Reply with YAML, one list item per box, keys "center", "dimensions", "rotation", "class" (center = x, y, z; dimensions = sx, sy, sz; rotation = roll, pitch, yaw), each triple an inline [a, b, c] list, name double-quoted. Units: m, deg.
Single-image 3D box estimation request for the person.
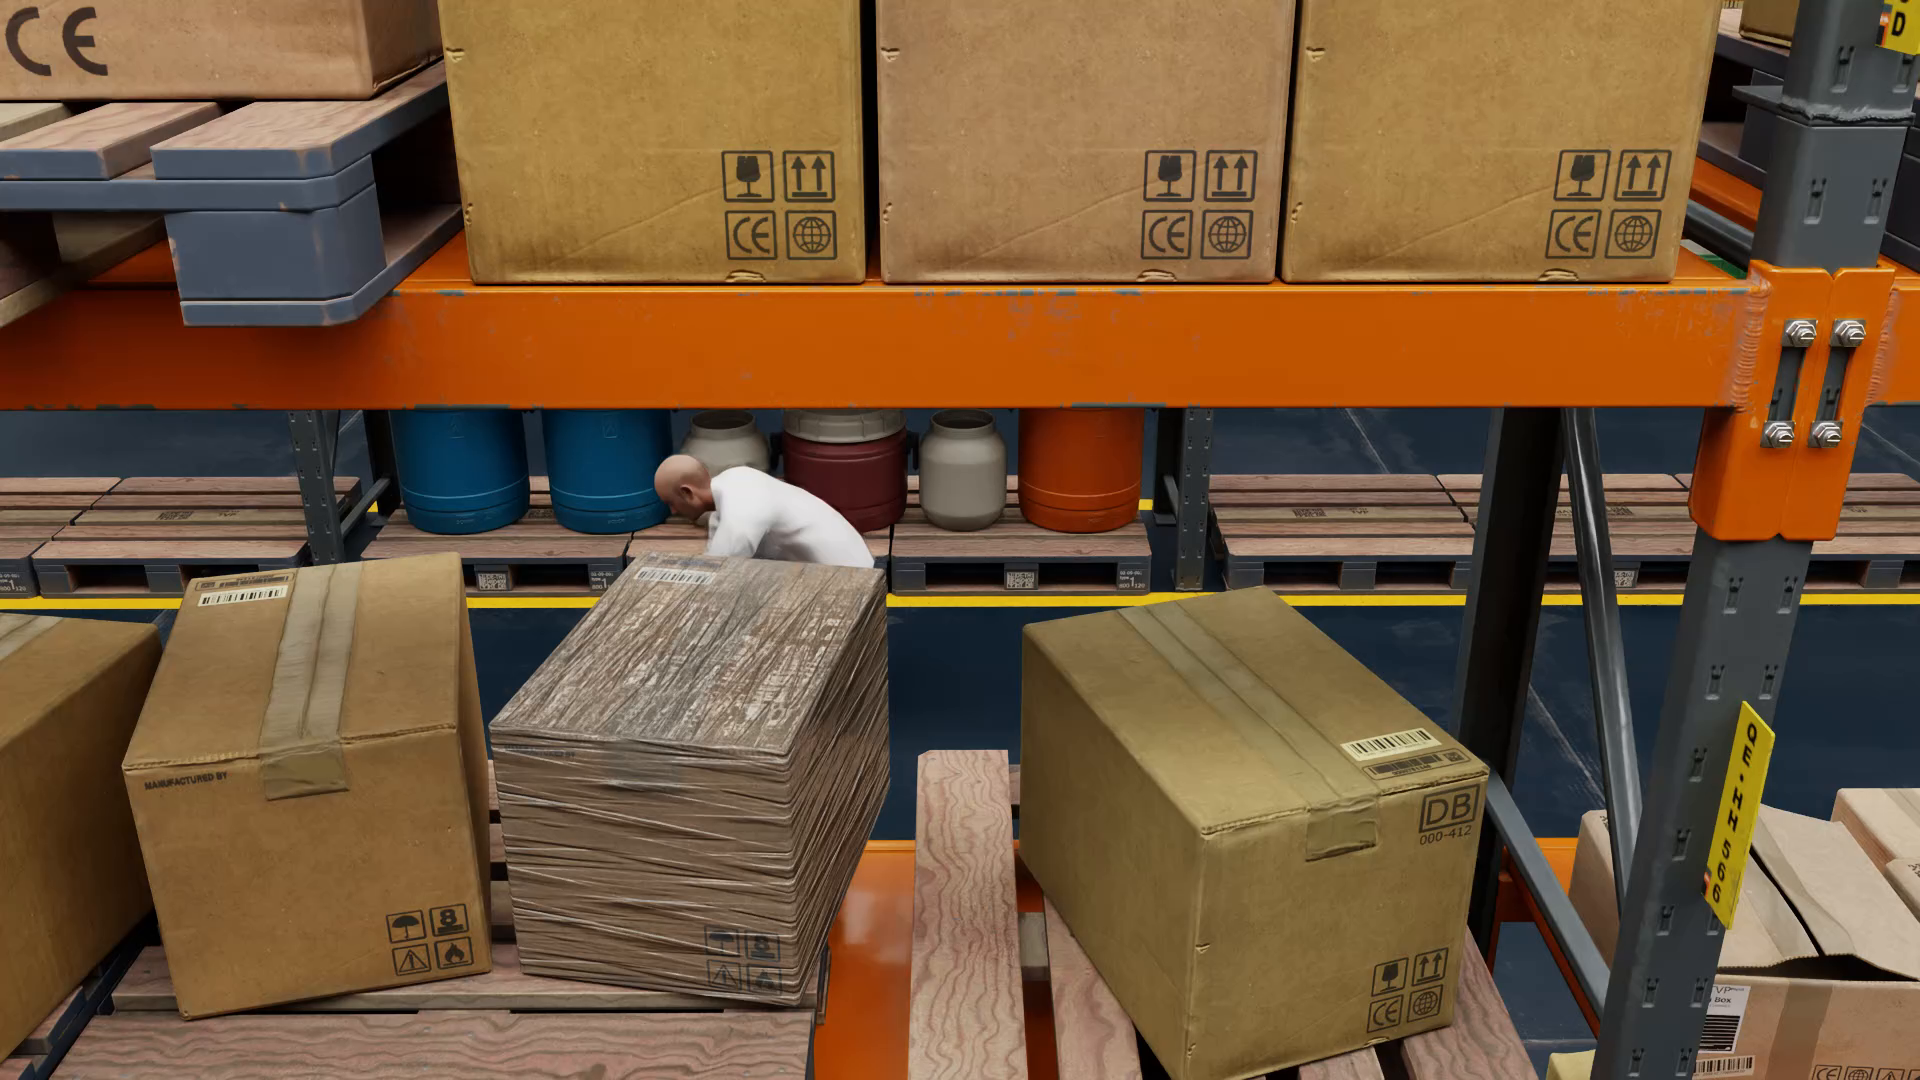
- center: [-0.777, 0.171, 6.594]
  dimensions: [0.873, 1.084, 0.616]
  rotation: [0, 24, -1]
  class: "person"
